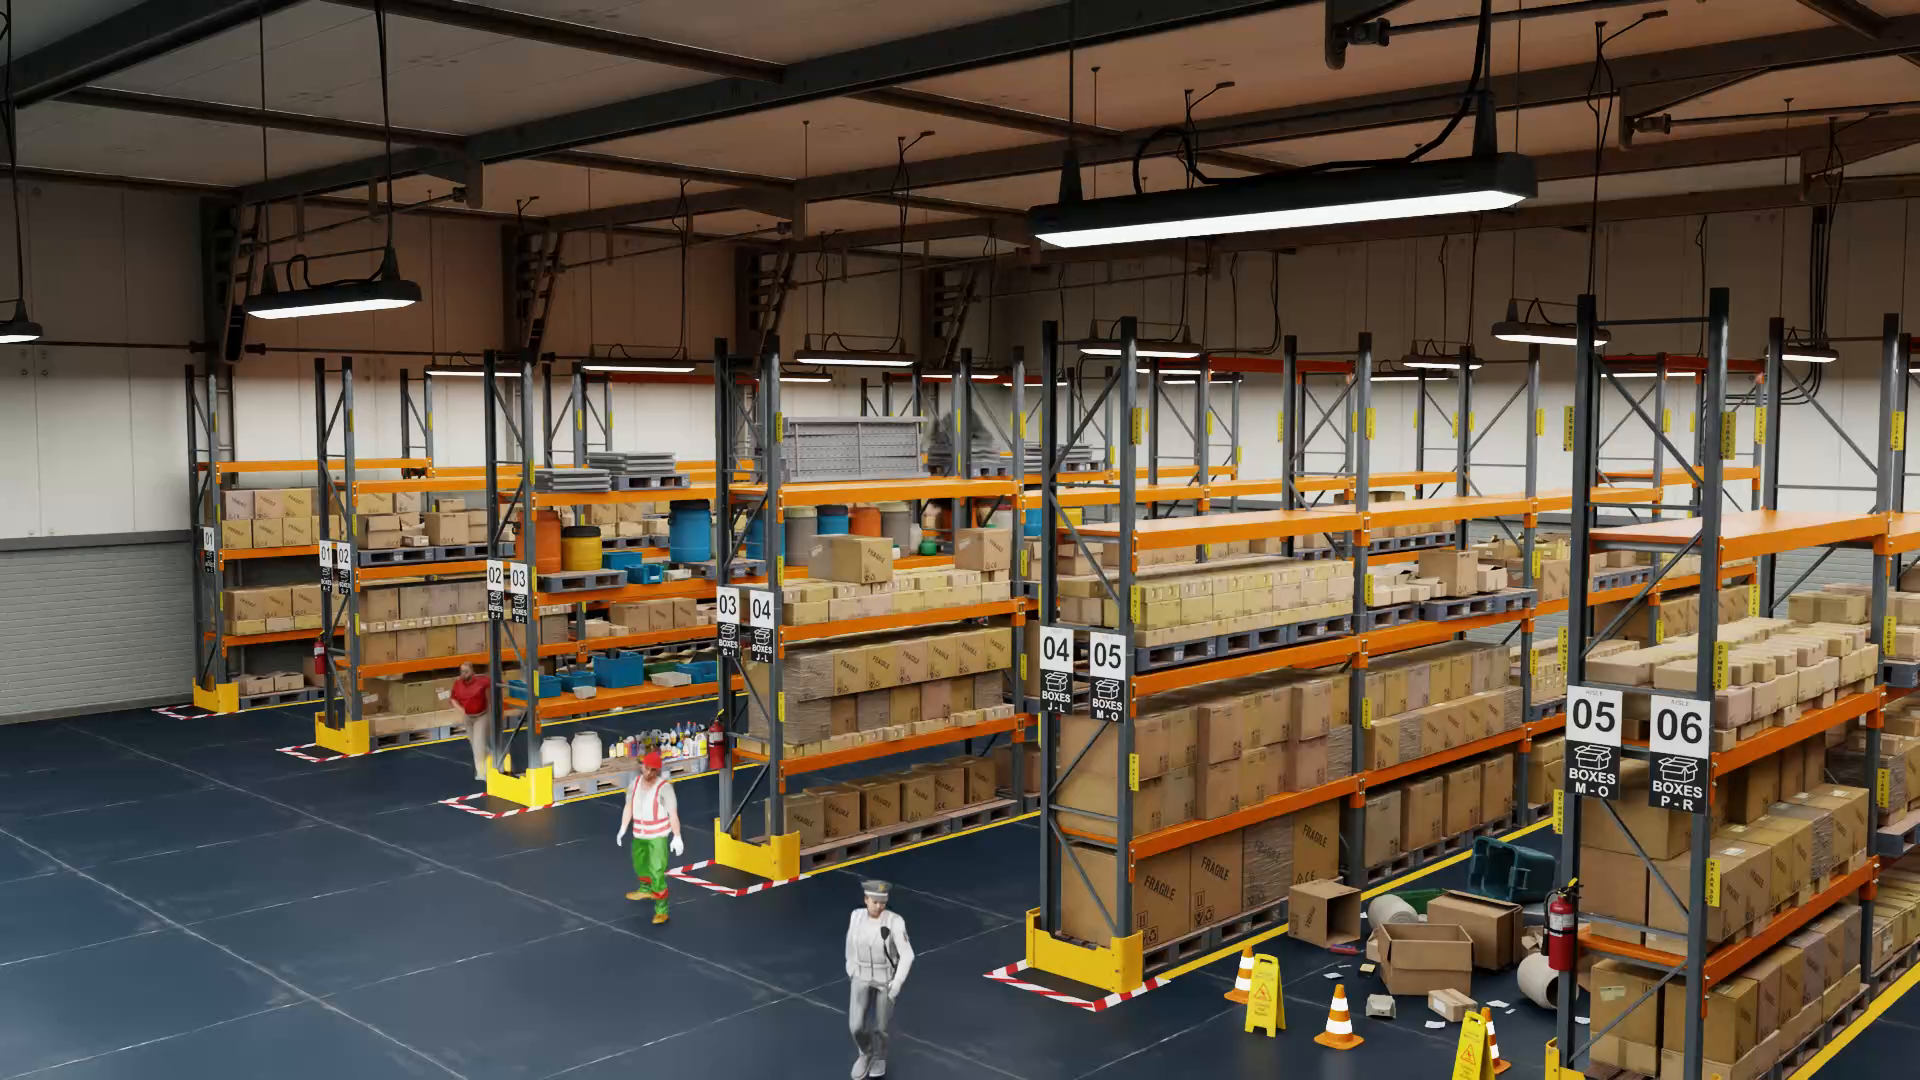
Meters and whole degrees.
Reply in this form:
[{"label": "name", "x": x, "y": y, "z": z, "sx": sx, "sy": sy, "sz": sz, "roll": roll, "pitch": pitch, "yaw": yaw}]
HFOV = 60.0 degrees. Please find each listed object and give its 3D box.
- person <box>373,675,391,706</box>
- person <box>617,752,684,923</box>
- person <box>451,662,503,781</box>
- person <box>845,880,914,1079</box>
[{"label": "person", "x": -9.640, "y": 2.190, "z": 27.571, "sx": 0.690, "sy": 1.747, "sz": 0.989, "roll": 3, "pitch": 5, "yaw": 30}, {"label": "person", "x": -3.210, "y": 3.000, "z": 17.102, "sx": 0.852, "sy": 1.721, "sz": 0.746, "roll": 2, "pitch": 5, "yaw": 26}, {"label": "person", "x": -6.808, "y": 2.544, "z": 23.498, "sx": 0.635, "sy": 1.717, "sz": 0.801, "roll": 1, "pitch": 5, "yaw": 18}, {"label": "person", "x": -0.632, "y": 3.372, "z": 12.685, "sx": 0.587, "sy": 1.617, "sz": 0.740, "roll": 0, "pitch": 4, "yaw": 6}]
